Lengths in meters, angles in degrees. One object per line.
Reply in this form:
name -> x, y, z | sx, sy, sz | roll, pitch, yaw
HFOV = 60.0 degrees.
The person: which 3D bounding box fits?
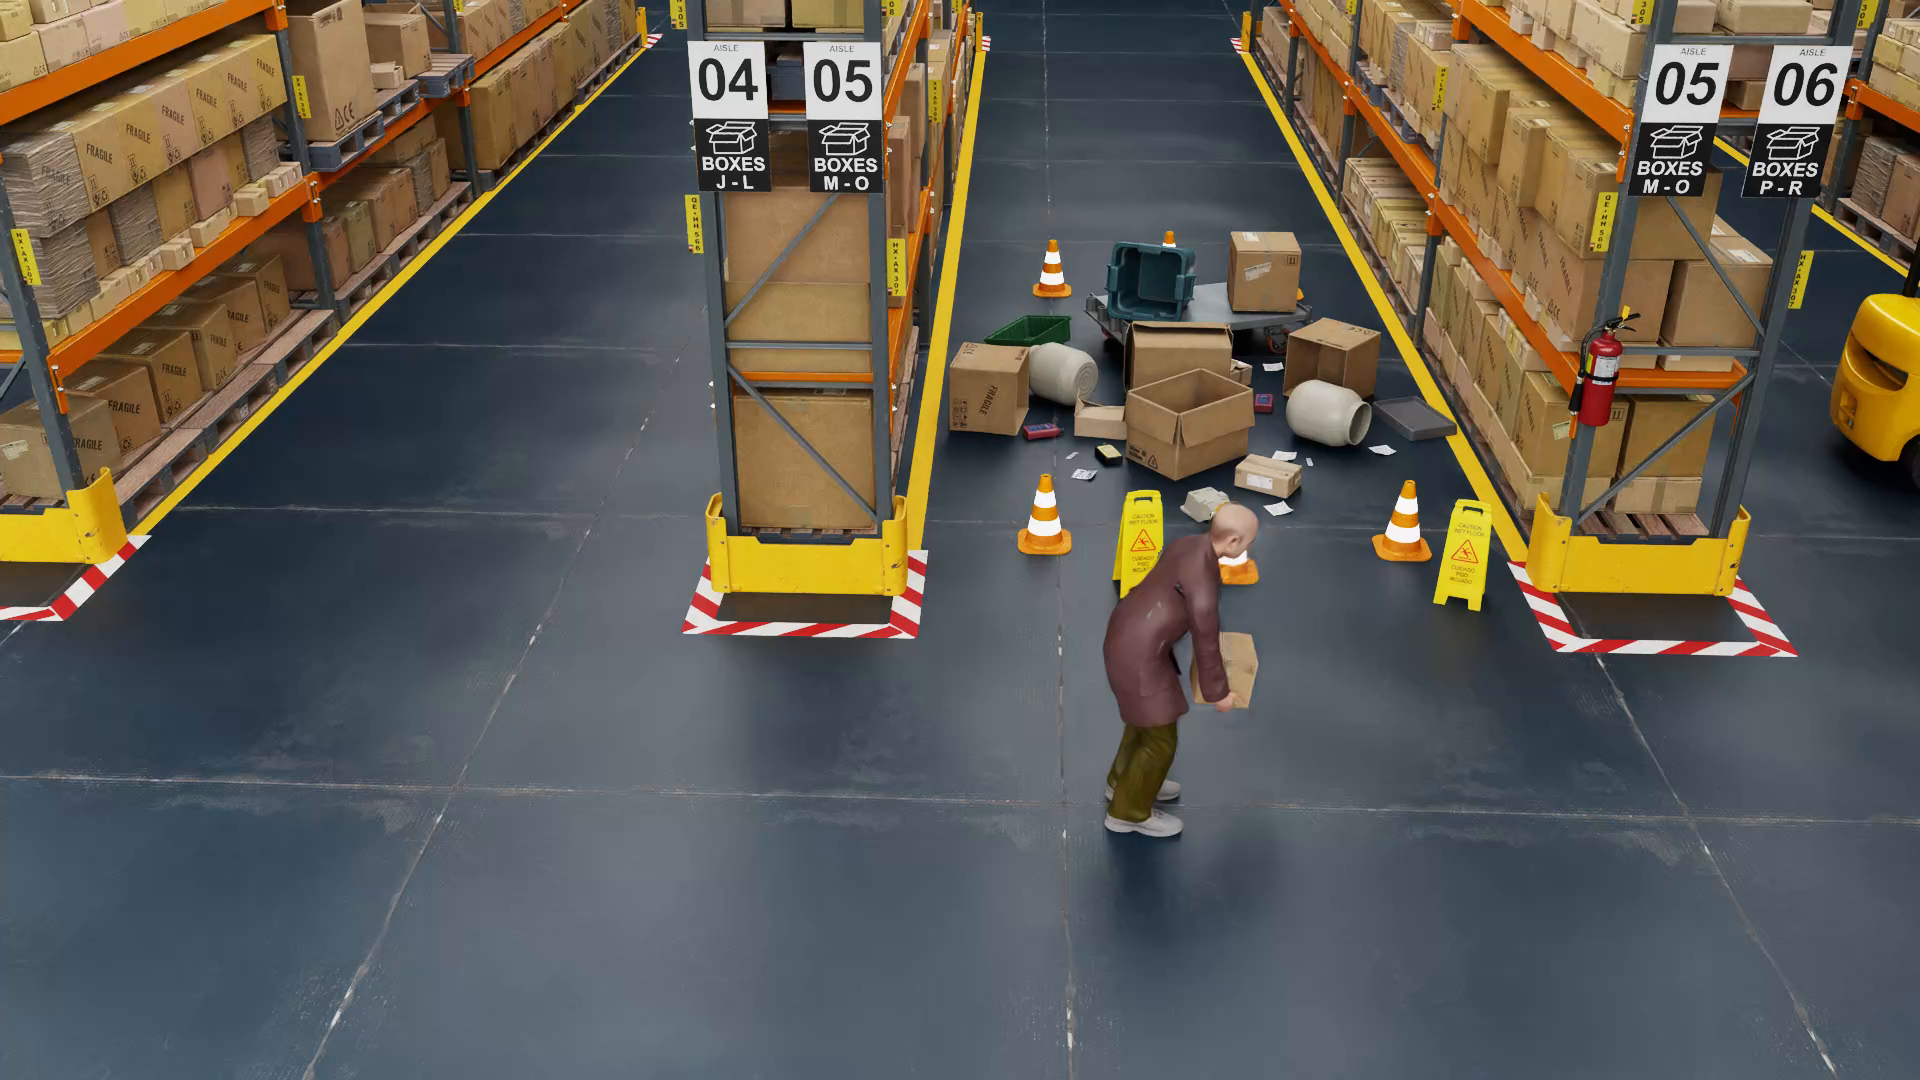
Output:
person -> 0.941, 0.655, 7.686 | 0.570, 1.504, 0.546 | 0, 28, 1
